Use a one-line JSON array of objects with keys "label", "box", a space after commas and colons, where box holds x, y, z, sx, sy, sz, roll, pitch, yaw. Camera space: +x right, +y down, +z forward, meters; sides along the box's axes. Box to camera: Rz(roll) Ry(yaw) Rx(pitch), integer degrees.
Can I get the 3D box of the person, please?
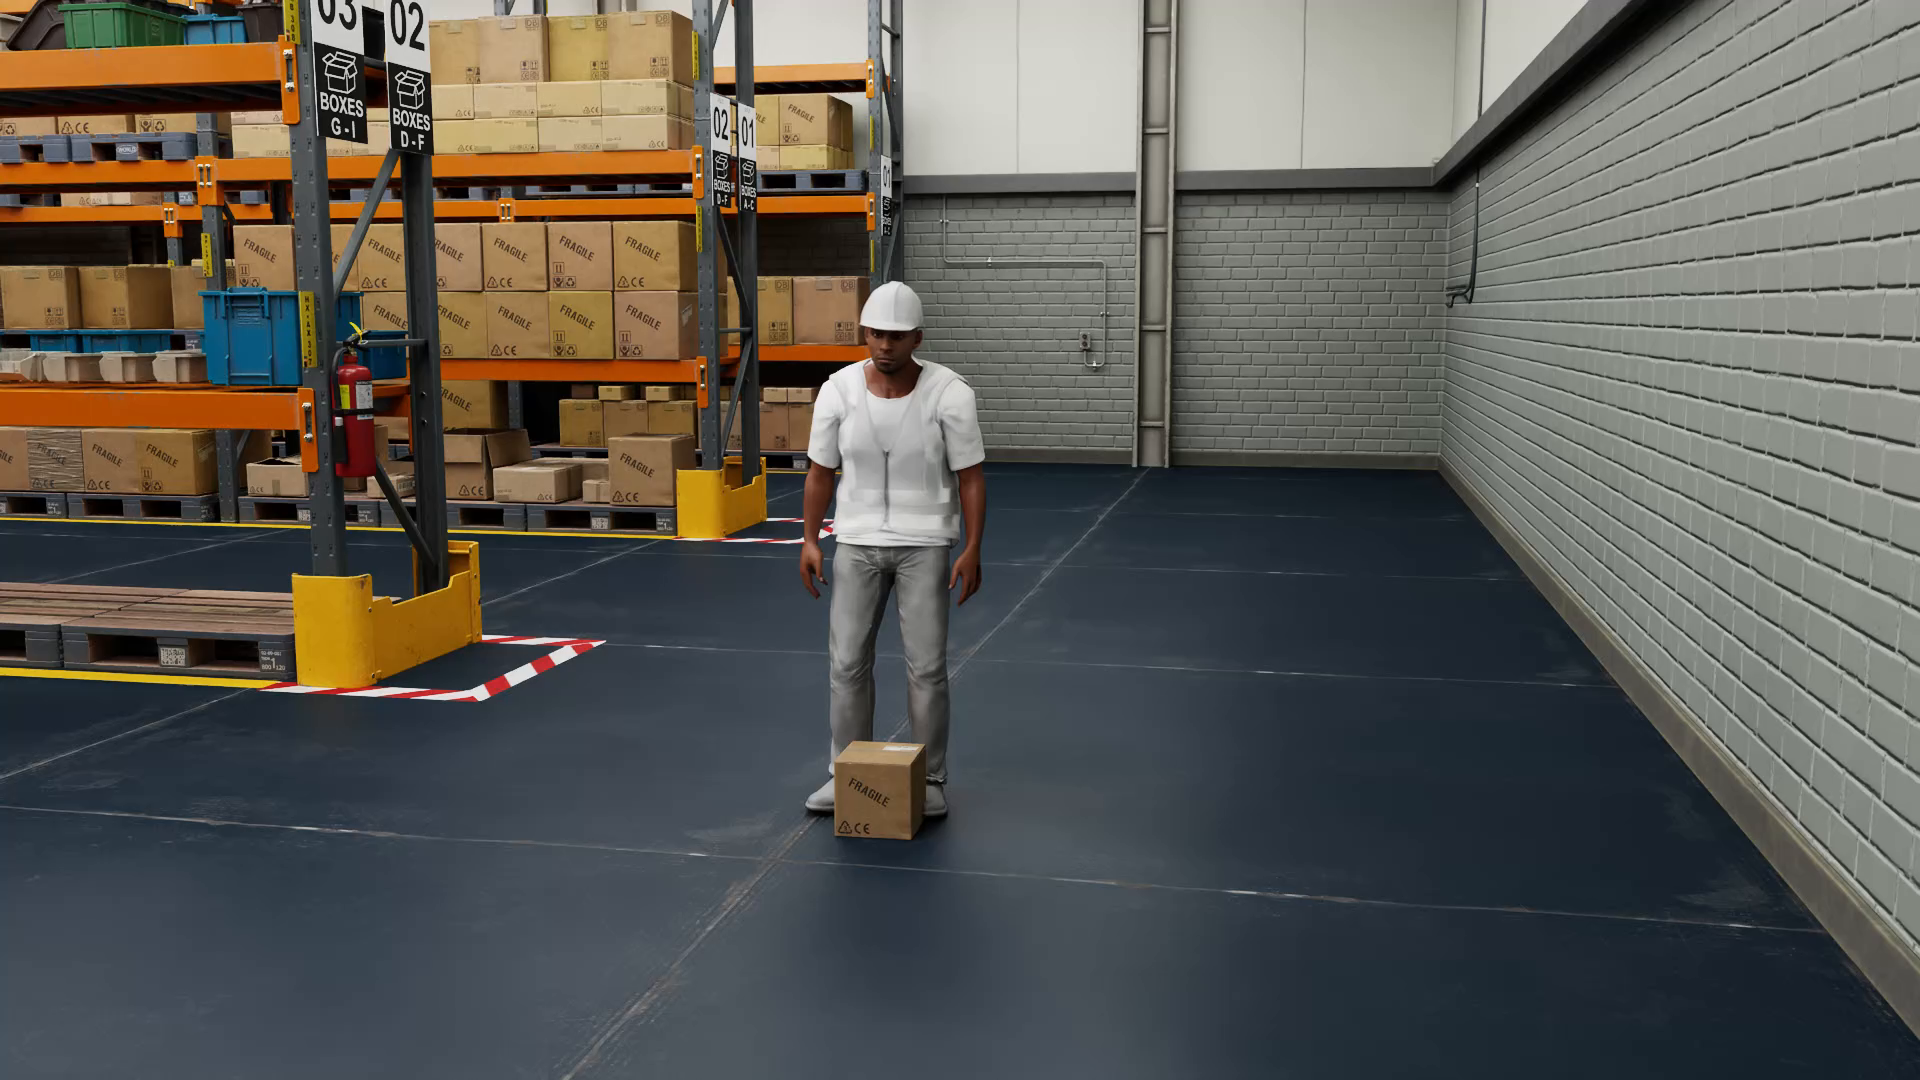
[{"label": "person", "box": [-0.229, 0.032, 5.520, 0.625, 1.759, 0.459, 1, 8, 10]}]
